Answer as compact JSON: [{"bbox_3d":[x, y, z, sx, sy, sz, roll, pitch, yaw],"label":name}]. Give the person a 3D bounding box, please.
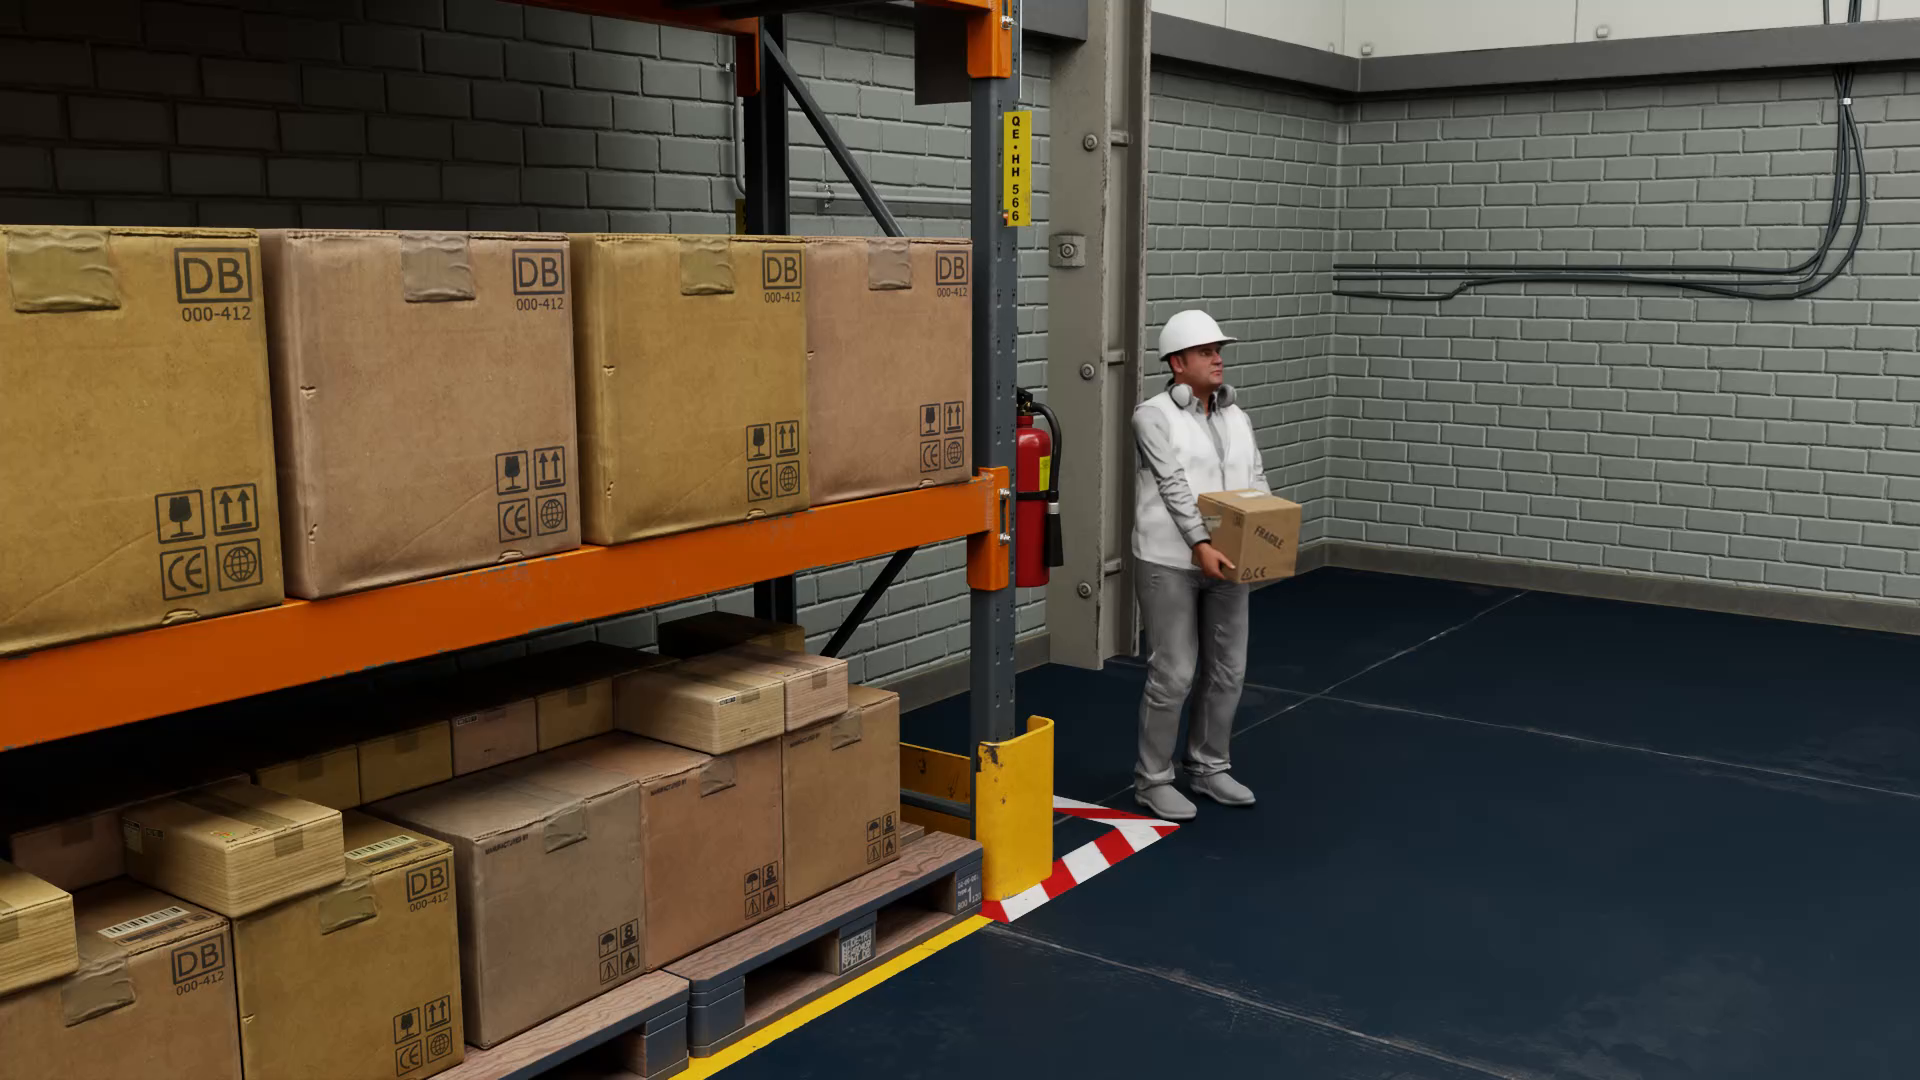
[{"bbox_3d":[0.889,0.091,5.812,0.494,1.763,0.557,-6,11,-31],"label":"person"}]
